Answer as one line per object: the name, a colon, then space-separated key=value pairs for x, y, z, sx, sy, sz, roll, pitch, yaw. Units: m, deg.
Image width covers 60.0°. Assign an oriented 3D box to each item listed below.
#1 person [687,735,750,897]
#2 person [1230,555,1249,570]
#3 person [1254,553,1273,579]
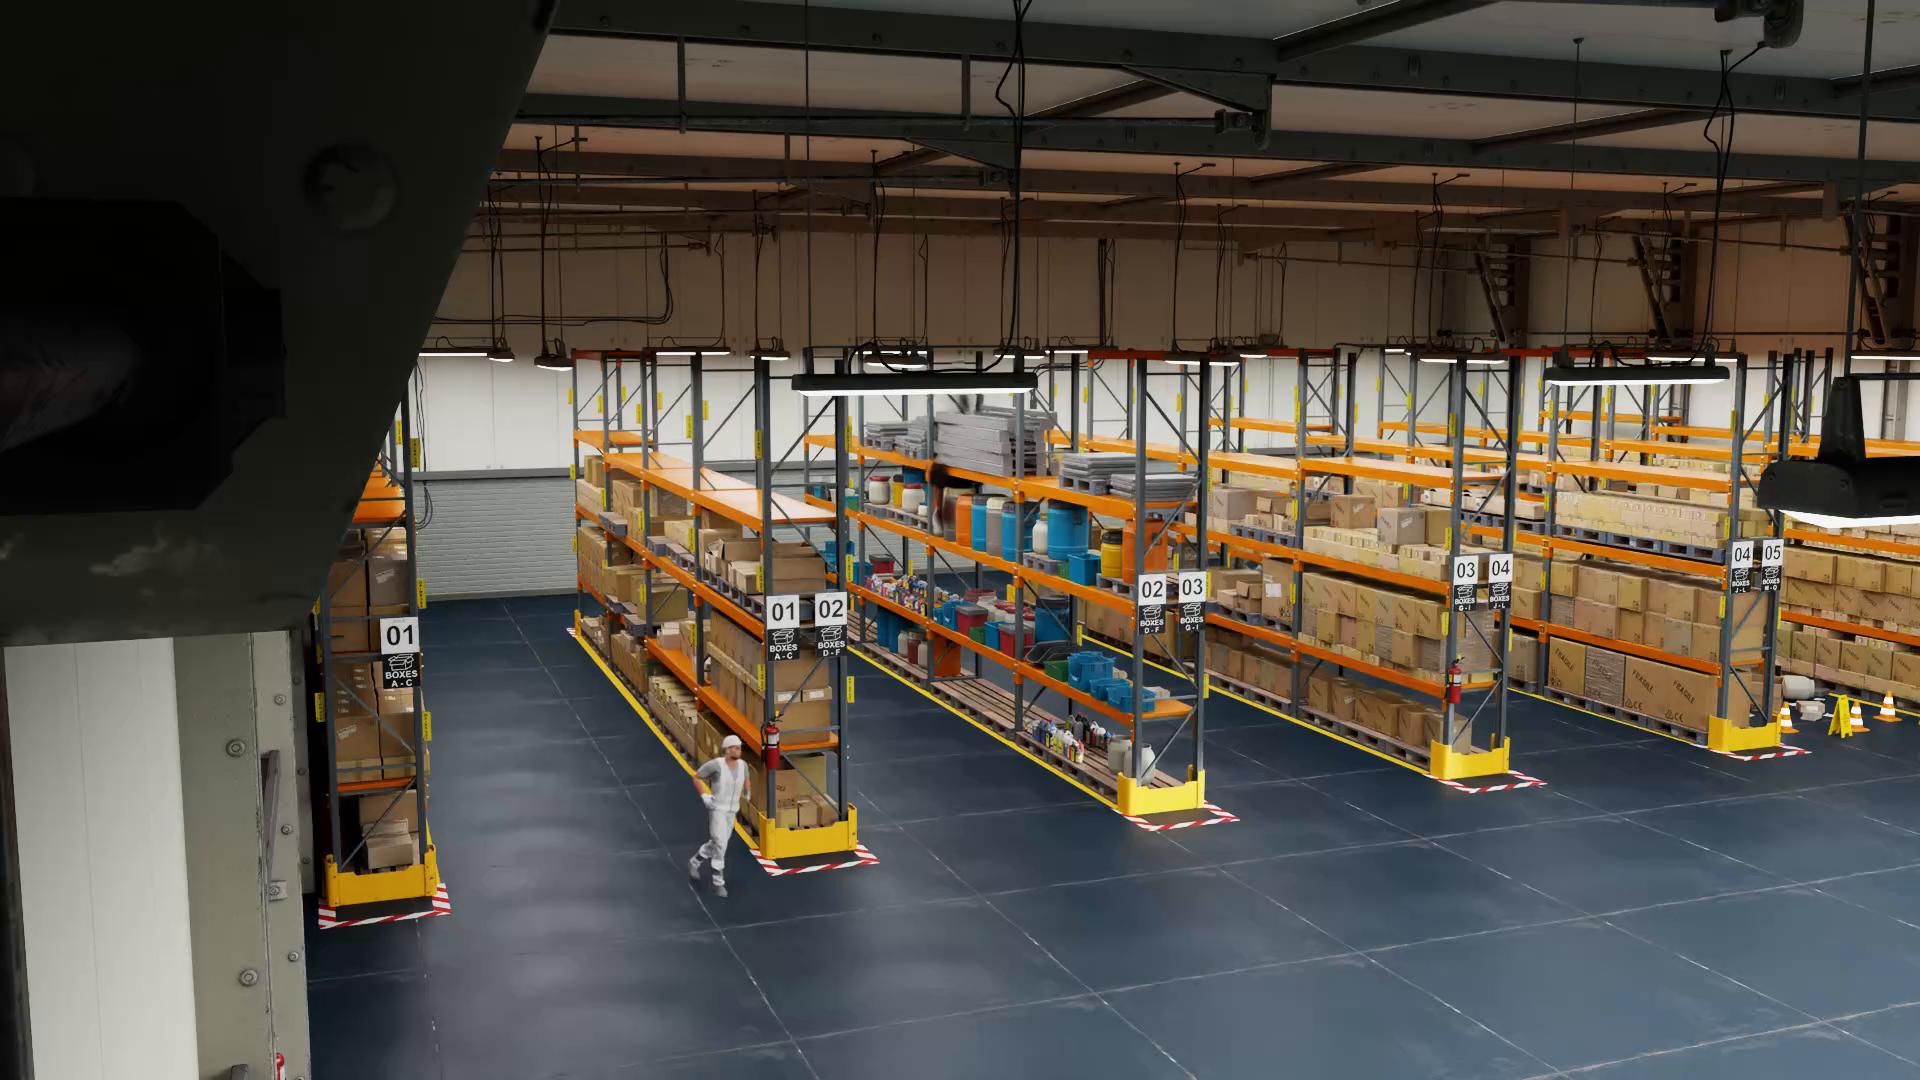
person: x=-2.731 y=3.123 z=19.177 sx=0.843 sy=1.788 sz=0.729 roll=6 pitch=10 yaw=42
person: x=6.873 y=0.292 z=41.517 sx=0.903 sy=1.753 sz=0.696 roll=5 pitch=9 yaw=37
person: x=6.499 y=1.109 z=35.411 sx=0.683 sy=1.698 sz=0.739 roll=-4 pitch=8 yaw=-27
